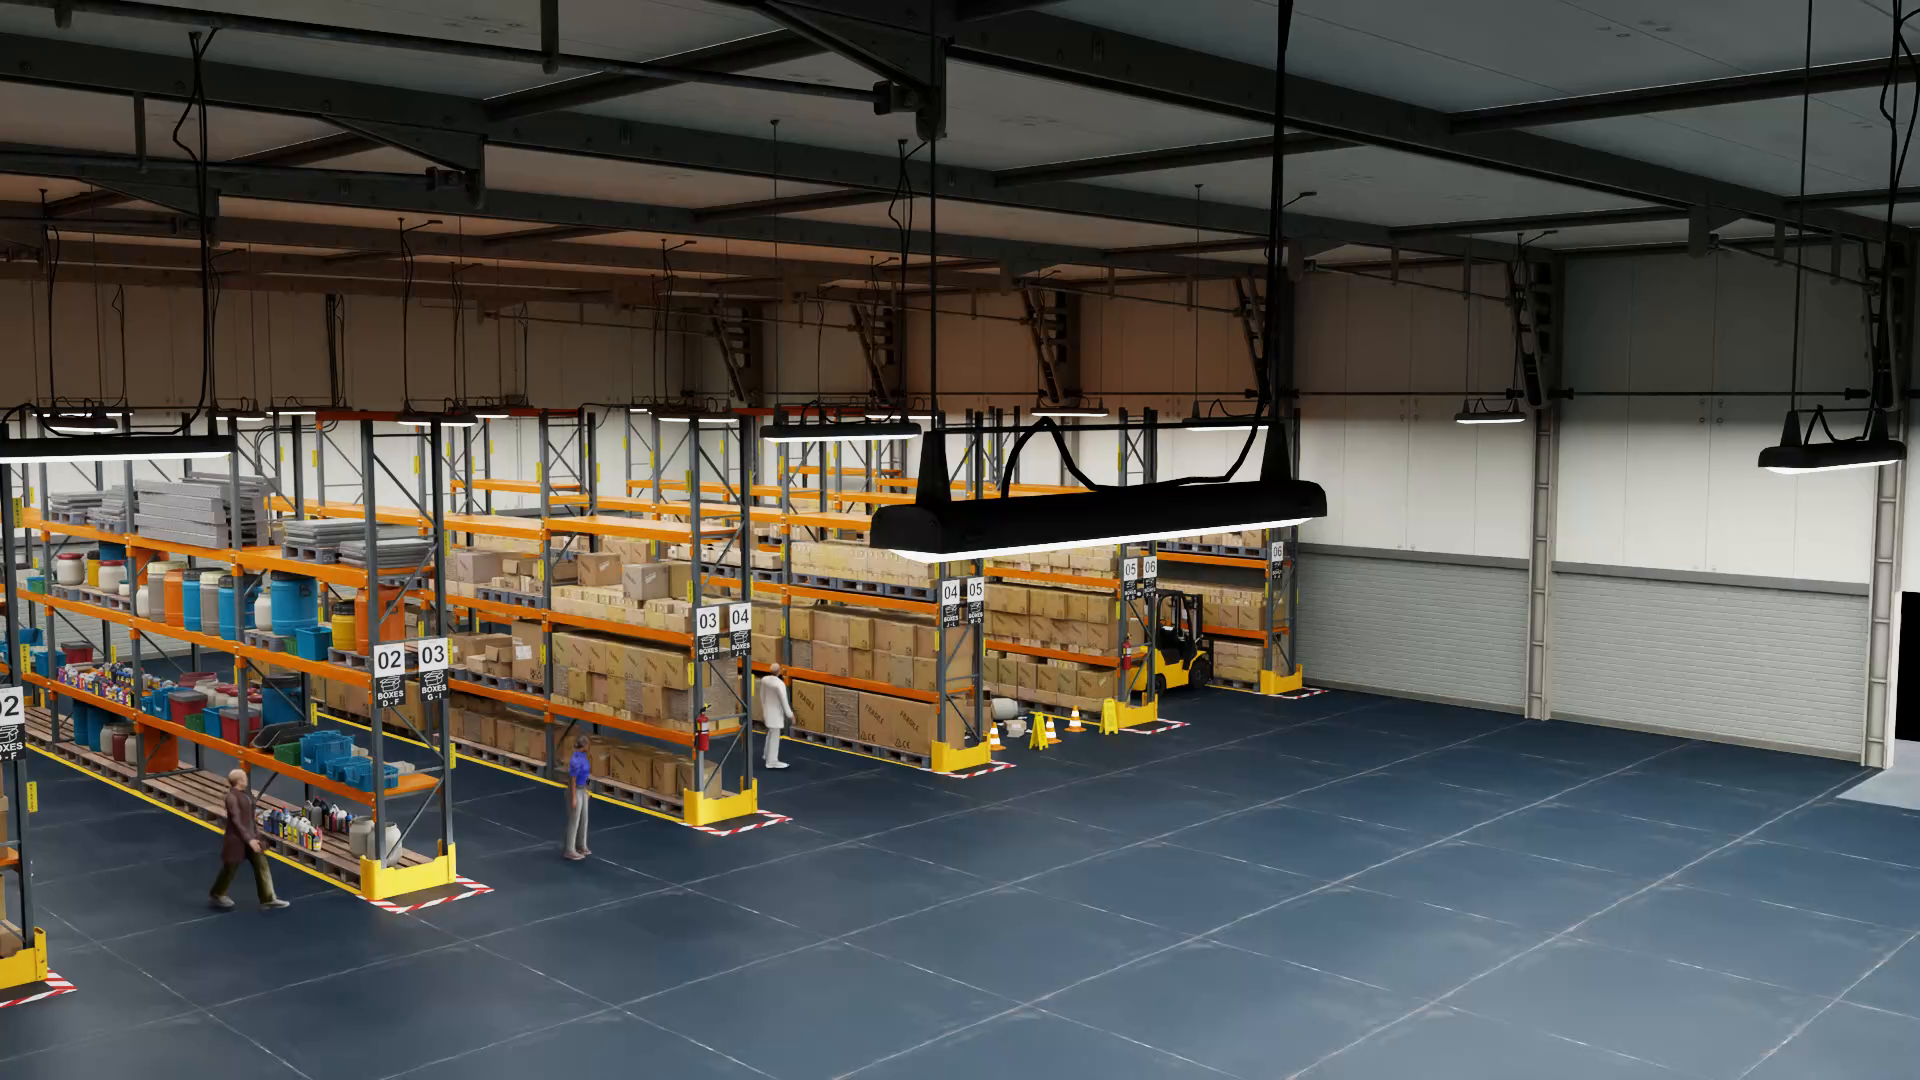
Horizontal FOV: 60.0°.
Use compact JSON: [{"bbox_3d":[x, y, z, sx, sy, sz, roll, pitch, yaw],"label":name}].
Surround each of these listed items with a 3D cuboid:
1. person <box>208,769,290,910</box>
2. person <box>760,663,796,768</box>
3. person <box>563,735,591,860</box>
[{"bbox_3d":[-8.755,3.744,20.311,1.073,1.508,0.532,2,5,21],"label":"person"},{"bbox_3d":[-3.134,2.969,28.237,0.529,1.809,0.711,-3,6,-32],"label":"person"},{"bbox_3d":[-5.225,3.500,22.733,0.352,1.657,0.509,0,5,3],"label":"person"}]
